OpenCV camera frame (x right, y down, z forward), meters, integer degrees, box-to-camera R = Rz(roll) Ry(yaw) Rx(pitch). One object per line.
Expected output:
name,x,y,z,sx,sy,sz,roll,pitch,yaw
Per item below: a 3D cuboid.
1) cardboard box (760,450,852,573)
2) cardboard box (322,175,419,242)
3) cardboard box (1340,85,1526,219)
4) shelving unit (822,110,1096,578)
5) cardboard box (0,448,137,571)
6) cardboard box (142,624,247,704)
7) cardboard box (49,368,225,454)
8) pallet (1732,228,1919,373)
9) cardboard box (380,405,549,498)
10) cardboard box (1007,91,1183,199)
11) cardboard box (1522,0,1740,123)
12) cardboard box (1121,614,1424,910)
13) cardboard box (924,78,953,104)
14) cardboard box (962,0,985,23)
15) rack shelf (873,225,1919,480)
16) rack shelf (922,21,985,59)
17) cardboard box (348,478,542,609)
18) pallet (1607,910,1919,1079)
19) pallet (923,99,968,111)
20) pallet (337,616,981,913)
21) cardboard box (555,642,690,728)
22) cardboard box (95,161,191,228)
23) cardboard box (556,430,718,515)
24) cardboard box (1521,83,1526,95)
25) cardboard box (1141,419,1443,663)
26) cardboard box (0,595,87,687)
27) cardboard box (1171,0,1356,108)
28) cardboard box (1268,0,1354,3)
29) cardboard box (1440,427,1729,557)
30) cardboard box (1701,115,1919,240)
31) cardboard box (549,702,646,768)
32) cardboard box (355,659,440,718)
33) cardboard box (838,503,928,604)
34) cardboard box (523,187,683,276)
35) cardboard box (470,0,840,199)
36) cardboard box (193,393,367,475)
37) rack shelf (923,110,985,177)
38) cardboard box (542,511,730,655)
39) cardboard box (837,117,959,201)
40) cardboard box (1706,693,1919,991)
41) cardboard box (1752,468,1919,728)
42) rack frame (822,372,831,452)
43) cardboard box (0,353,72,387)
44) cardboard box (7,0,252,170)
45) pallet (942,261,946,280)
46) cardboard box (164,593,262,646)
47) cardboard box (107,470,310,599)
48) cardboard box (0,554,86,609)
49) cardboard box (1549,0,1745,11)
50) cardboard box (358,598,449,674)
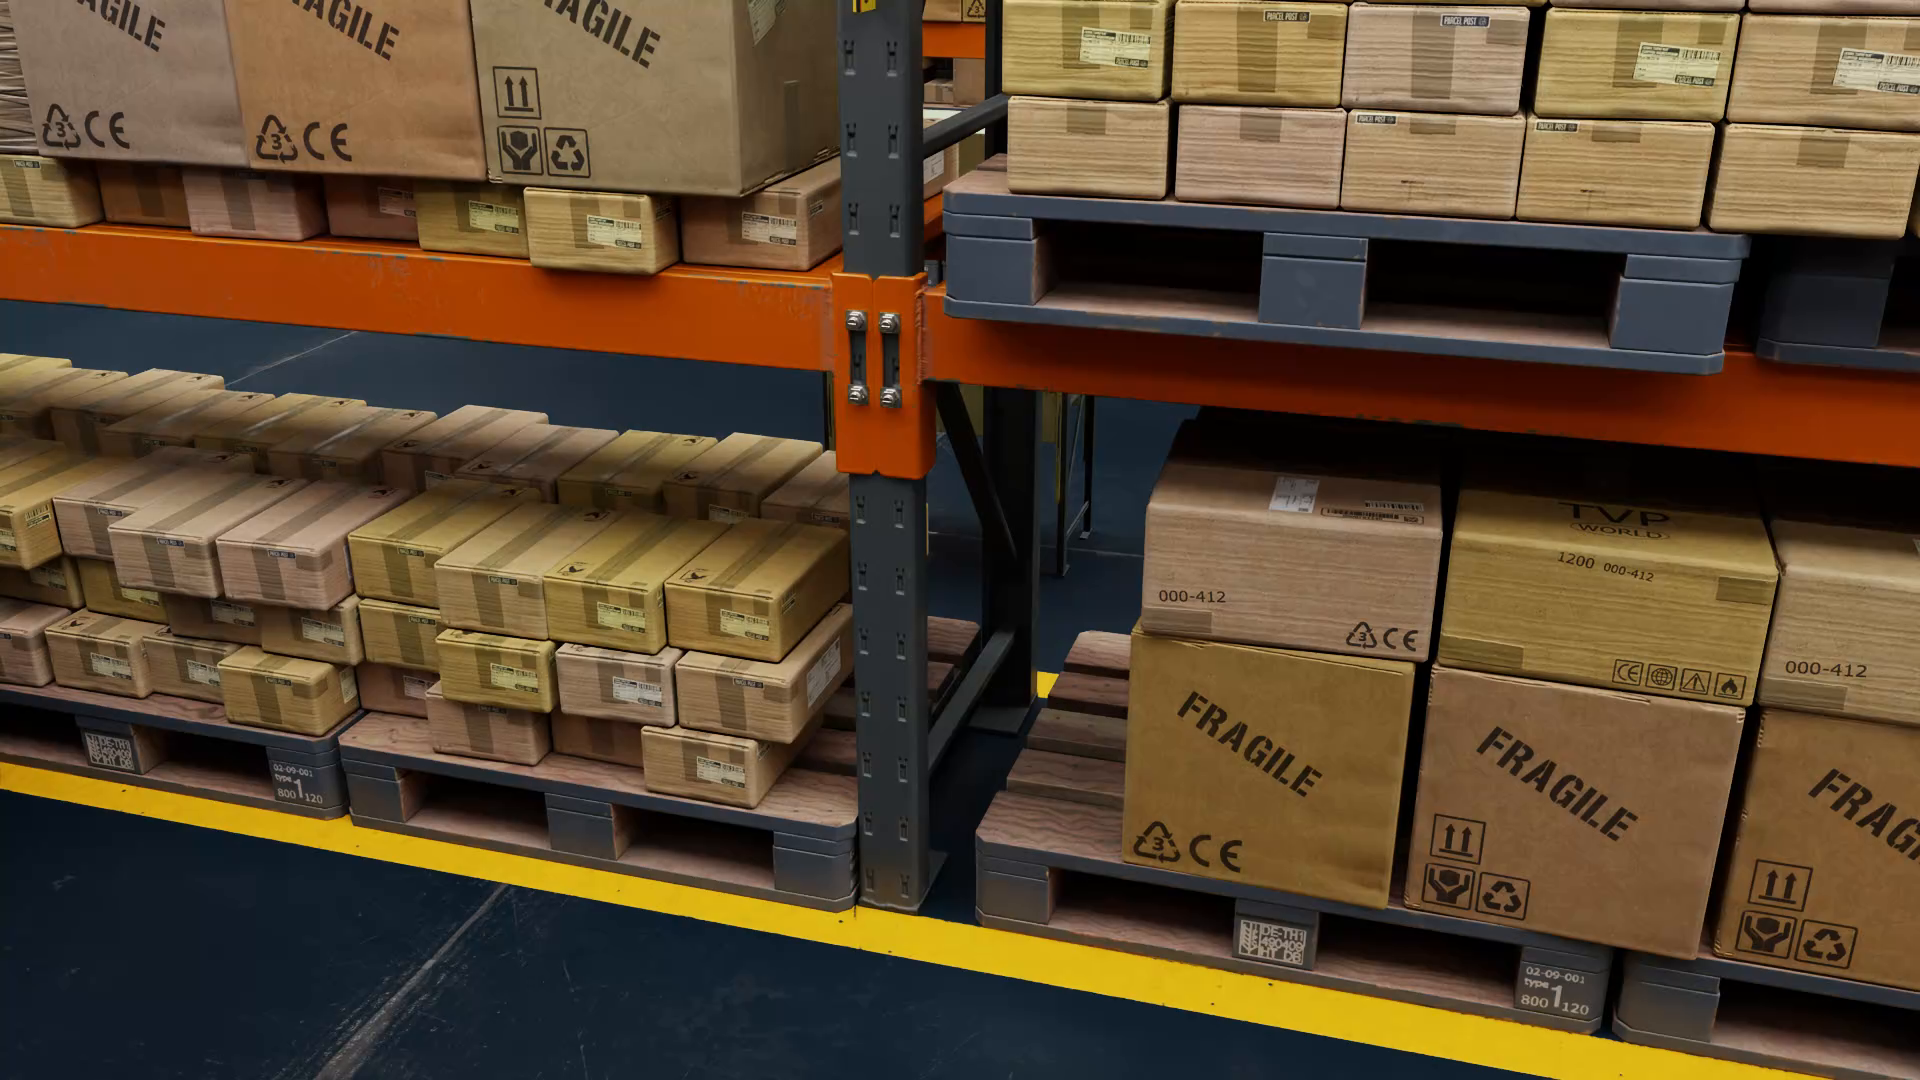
cardboard box,-0.274,-0.071,3.910,0.250,0.149,0.380,8,23,18
cardboard box,-1.089,-0.730,3.429,0.250,0.149,0.380,6,23,14
cardboard box,0.745,-0.618,2.602,0.250,0.149,0.380,7,23,16
shelving unit,0.006,-0.693,4.984,0.755,1.500,0.431,7,23,16
cardboard box,-2.165,-0.078,3.928,0.250,0.149,0.380,7,23,16
cardboard box,-1.699,0.232,3.956,0.250,0.149,0.380,7,23,17
cardboard box,-2.242,-0.339,4.563,0.250,0.149,0.380,7,23,17
pallet,1.918,-0.482,2.746,1.213,0.211,1.003,7,23,16
cardboard box,-1.253,-0.210,4.249,0.250,0.149,0.380,7,23,17
cardboard box,0.240,-0.675,2.741,0.250,0.149,0.380,5,23,13
cardboard box,0.985,-0.729,2.479,0.250,0.149,0.380,6,23,13
cardboard box,0.627,0.332,3.248,0.500,0.500,0.500,7,23,18
cardboard box,-0.117,-3.572,13.230,0.250,0.149,0.380,6,23,13
cardboard box,0.317,-2.675,7.708,0.500,0.500,0.500,6,23,14
rack shelf,1.911,-0.255,2.888,4.000,0.370,1.077,7,23,16
rack shelf,-0.586,-2.503,8.368,4.000,0.370,1.077,7,23,16
cardboard box,-1.142,0.003,3.730,0.250,0.149,0.380,7,23,17
pallet,1.913,0.701,3.284,1.213,0.211,1.003,7,23,16
pallet,-0.234,-3.474,13.460,1.213,0.211,1.003,7,23,16
pallet,-0.657,0.422,3.963,1.213,0.211,1.003,7,23,16
cardboard box,-0.660,0.236,3.554,0.250,0.149,0.380,5,23,13
cardboard box,-1.599,-0.780,3.551,0.250,0.149,0.380,6,23,15
cardboard box,-0.777,-0.132,4.060,0.250,0.149,0.380,6,23,15
cardboard box,1.160,-0.830,3.118,0.250,0.149,0.380,5,23,13
cardboard box,0.627,-0.015,3.106,0.500,0.250,0.500,6,23,13
cardboard box,-2.212,0.196,4.042,0.250,0.149,0.380,5,23,13
cardboard box,0.489,-0.785,2.617,0.250,0.149,0.380,6,23,14
cardboard box,0.509,-0.922,2.559,0.250,0.149,0.380,7,23,17
cardboard box,1.270,-0.141,3.414,0.500,0.250,0.500,8,24,18
cardboard box,1.229,-0.562,2.466,0.250,0.149,0.380,6,23,13
cardboard box,-0.703,0.339,3.693,0.250,0.149,0.380,7,23,17
cardboard box,-1.191,0.261,3.885,0.250,0.149,0.380,6,23,14
cardboard box,-0.259,0.024,4.071,0.250,0.149,0.380,8,24,18
cardboard box,-0.623,-0.626,3.175,0.250,0.149,0.380,6,23,14
cardboard box,-0.549,-0.942,3.089,0.500,0.500,0.500,7,23,16
cardboard box,-1.763,-0.251,4.350,0.250,0.149,0.380,7,23,16
rack shelf,0.006,-1.054,4.836,0.720,0.370,0.431,7,23,16
cardboard box,-0.676,0.084,3.532,0.250,0.149,0.380,7,23,16
cardboard box,-0.181,-0.841,3.699,0.250,0.149,0.380,7,23,17
cardboard box,1.639,0.442,2.980,0.500,0.500,0.500,7,23,16
cardboard box,1.624,0.100,2.826,0.500,0.250,0.500,7,23,18
rack frame,-0.344,-0.733,5.081,0.023,1.500,0.400,7,23,16
cardboard box,-2.745,-0.400,4.711,0.250,0.149,0.380,6,23,14
cardboard box,-1.522,-1.054,3.363,0.500,0.500,0.500,6,23,15
pallet,0.623,-1.439,8.499,1.213,0.211,1.003,7,23,16
cardboard box,-1.634,0.092,3.904,0.250,0.149,0.380,5,23,13
cardboard box,-1.690,-0.019,3.782,0.250,0.149,0.380,6,23,14
cardboard box,-2.133,0.014,4.095,0.250,0.149,0.380,8,24,18
cardboard box,0.992,-0.865,2.419,0.250,0.149,0.380,6,23,15
cardboard box,-1.134,0.150,3.764,0.250,0.149,0.380,7,23,16
